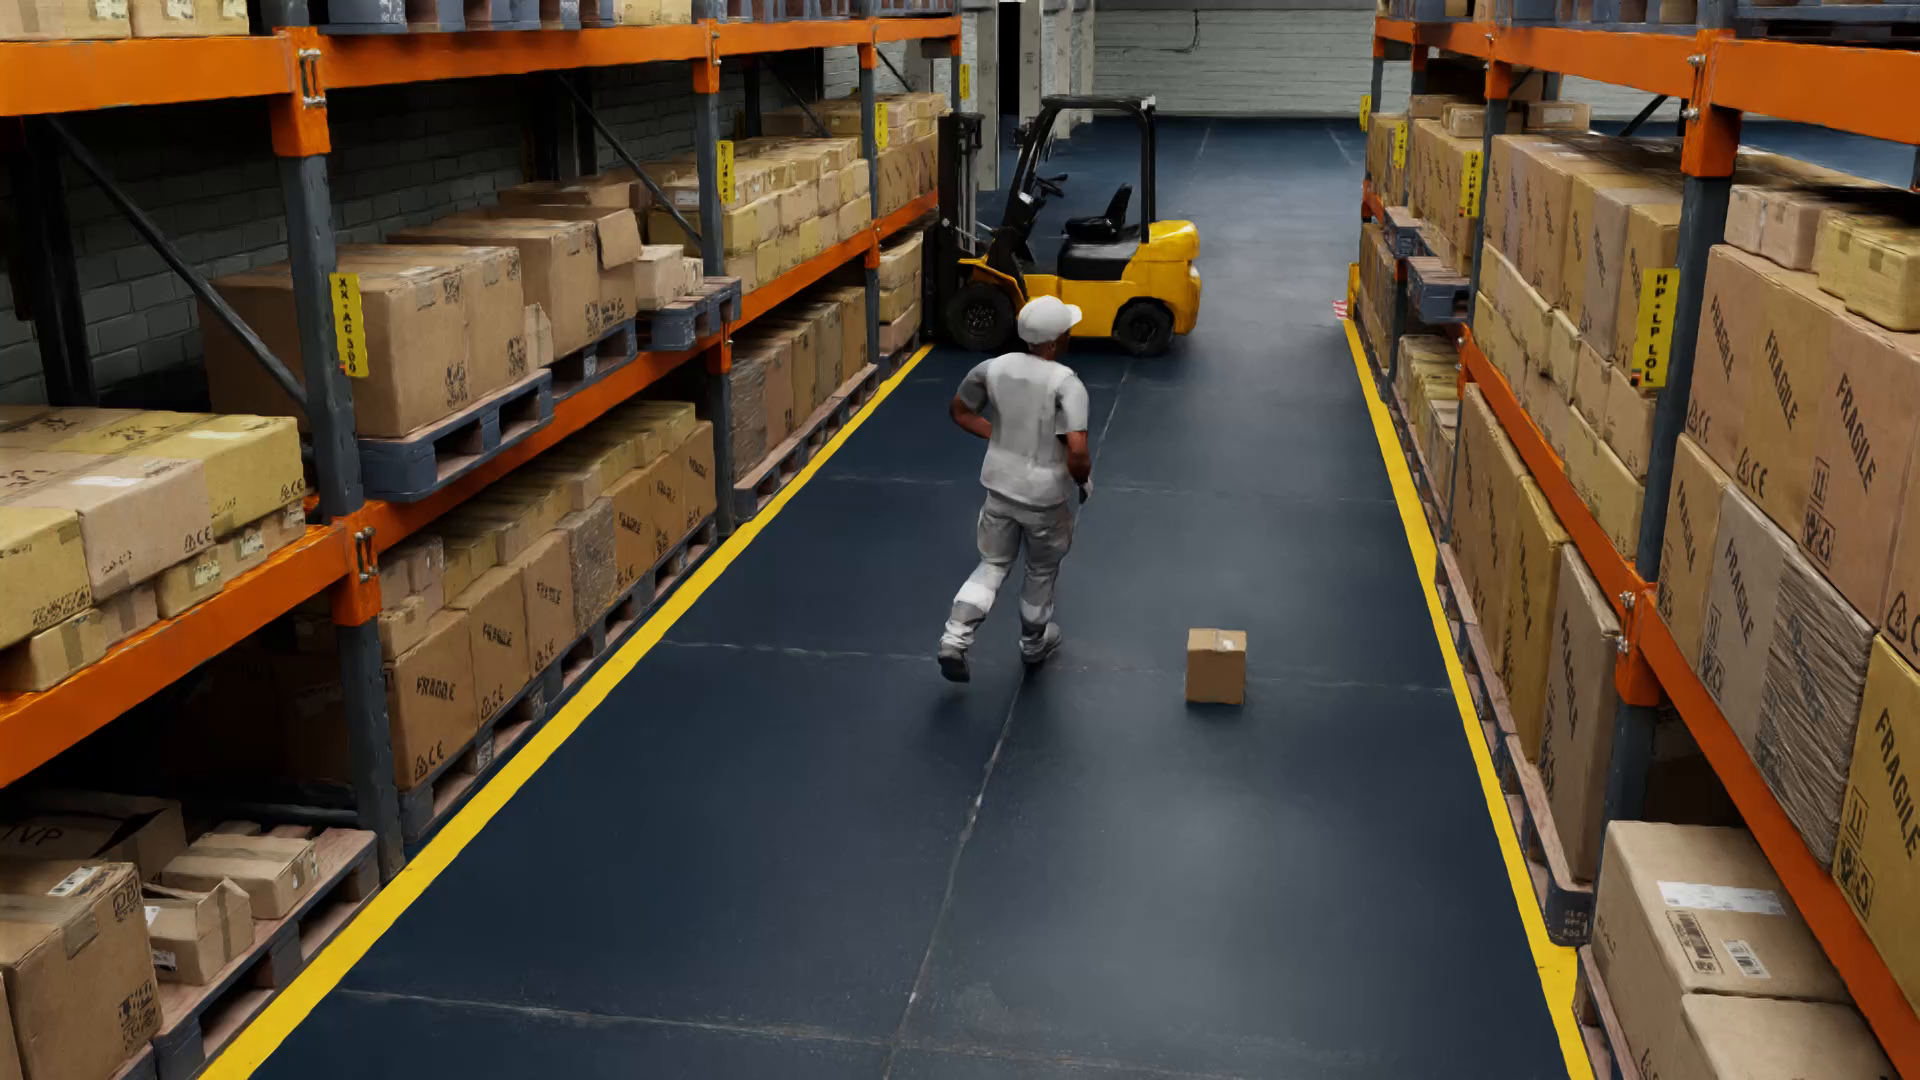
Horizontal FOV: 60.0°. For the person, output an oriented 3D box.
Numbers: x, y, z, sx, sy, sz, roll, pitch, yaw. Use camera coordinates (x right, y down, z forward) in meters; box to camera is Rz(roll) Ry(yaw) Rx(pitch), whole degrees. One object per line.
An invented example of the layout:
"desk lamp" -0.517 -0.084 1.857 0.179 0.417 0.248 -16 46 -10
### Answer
"person" 0.324 -0.206 7.177 0.718 1.756 0.889 10 20 30
